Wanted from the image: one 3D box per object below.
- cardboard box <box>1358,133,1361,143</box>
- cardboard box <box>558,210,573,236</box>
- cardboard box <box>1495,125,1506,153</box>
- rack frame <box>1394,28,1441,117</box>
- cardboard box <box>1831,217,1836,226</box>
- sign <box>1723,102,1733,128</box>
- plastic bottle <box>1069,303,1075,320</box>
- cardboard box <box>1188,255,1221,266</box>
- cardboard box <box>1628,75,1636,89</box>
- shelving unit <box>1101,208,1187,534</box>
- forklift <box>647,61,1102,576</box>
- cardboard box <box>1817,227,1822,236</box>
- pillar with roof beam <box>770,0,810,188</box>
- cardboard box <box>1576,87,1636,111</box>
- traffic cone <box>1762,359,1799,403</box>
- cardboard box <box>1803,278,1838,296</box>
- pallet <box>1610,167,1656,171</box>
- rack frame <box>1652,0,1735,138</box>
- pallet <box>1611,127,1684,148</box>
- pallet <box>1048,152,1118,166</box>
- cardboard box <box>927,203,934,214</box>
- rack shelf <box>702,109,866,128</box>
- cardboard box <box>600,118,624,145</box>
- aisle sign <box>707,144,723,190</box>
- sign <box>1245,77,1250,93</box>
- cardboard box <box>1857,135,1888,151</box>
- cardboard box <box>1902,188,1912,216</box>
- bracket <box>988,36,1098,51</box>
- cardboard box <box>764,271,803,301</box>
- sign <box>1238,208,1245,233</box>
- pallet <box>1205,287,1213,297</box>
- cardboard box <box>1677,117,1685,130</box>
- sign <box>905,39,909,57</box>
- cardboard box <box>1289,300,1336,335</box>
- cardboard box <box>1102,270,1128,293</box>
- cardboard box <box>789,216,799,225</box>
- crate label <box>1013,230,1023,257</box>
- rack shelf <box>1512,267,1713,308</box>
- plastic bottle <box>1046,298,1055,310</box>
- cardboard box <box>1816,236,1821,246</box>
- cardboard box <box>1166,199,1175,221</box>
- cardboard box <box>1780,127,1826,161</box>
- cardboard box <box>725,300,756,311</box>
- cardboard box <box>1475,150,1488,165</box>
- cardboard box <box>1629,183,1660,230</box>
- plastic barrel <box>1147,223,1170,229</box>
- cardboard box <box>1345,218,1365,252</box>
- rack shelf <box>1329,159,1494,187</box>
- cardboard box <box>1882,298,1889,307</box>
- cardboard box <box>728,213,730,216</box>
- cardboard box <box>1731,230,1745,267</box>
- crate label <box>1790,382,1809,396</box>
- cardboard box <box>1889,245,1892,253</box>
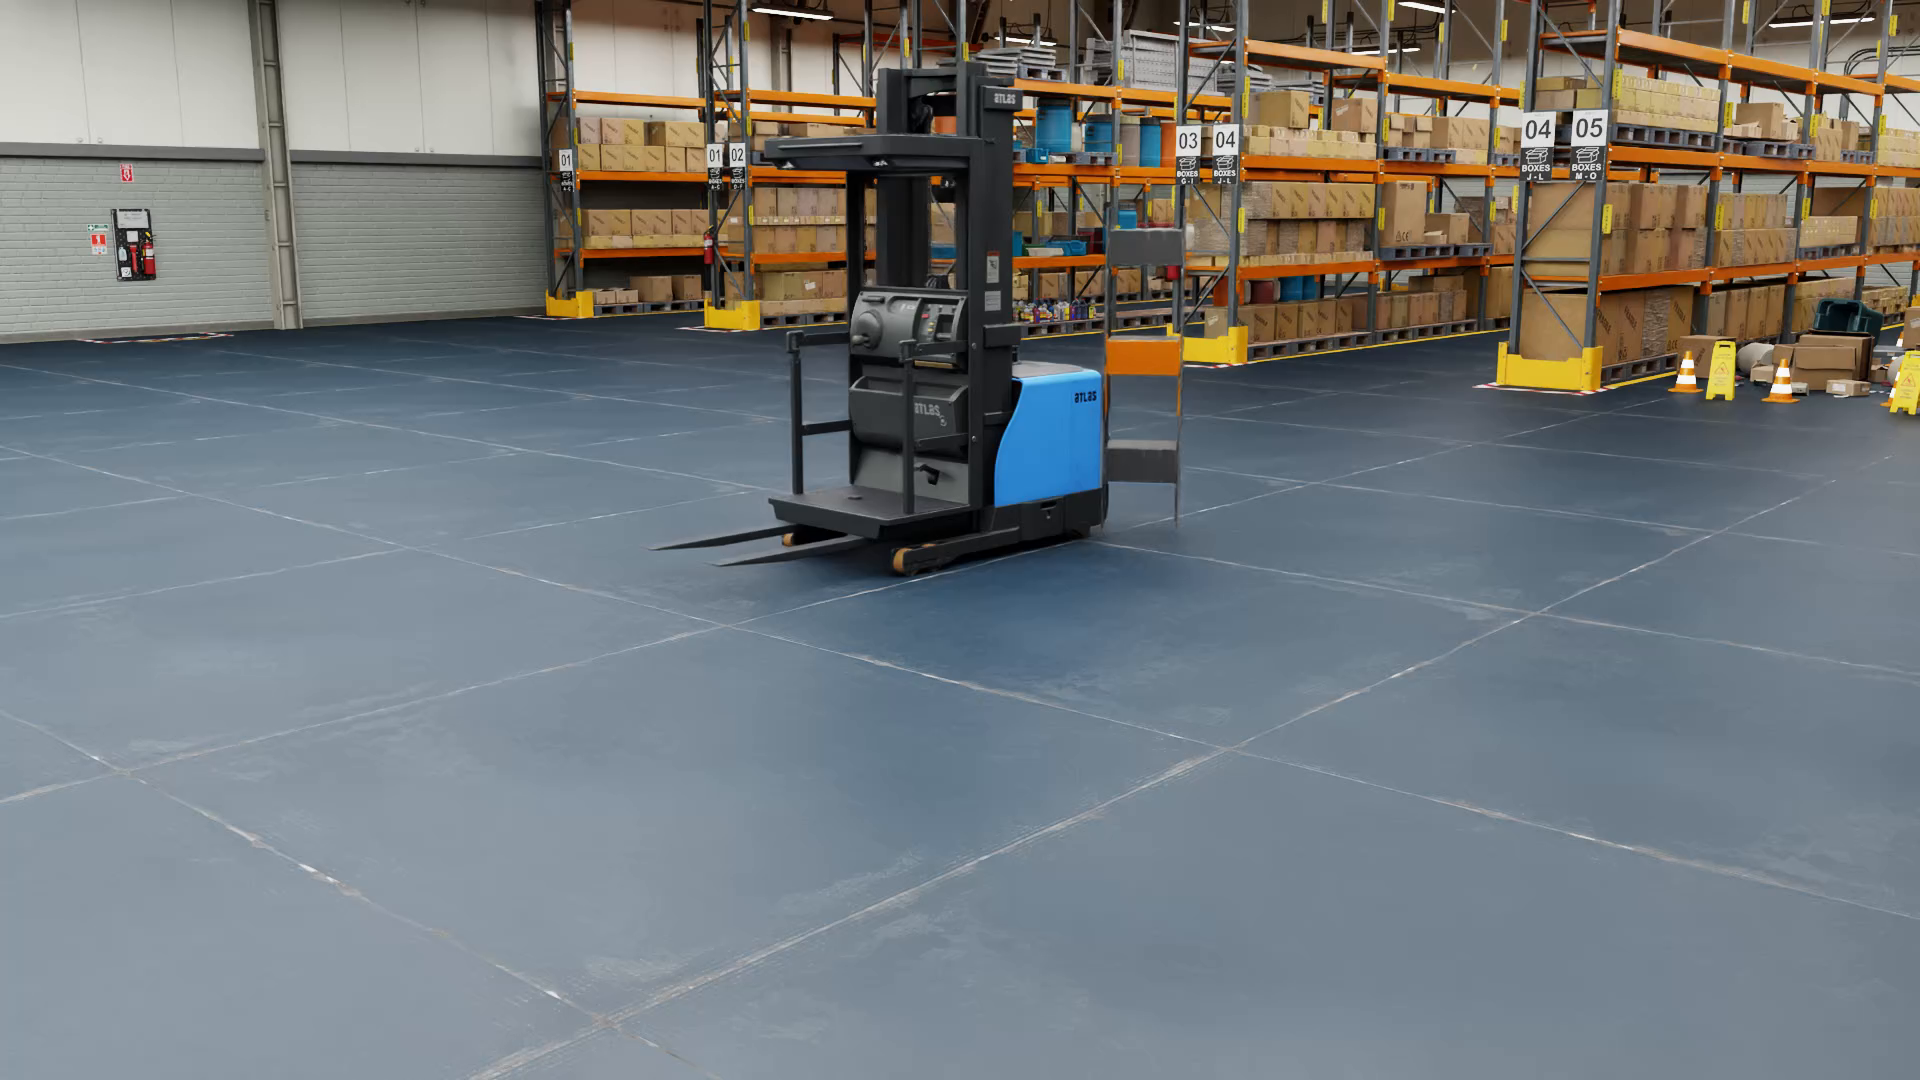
[{"bbox_3d":[5.794,-6.040,24.999,0.380,0.149,0.250,10,15,41],"label":"cardboard box"},{"bbox_3d":[-7.615,-6.293,32.978,0.500,0.500,0.500,10,15,40],"label":"cardboard box"},{"bbox_3d":[9.025,-6.975,28.979,0.797,0.503,0.637,11,16,44],"label":"cardboard box"},{"bbox_3d":[10.237,-9.907,37.339,1.000,3.000,0.127,10,15,40],"label":"rack frame"},{"bbox_3d":[13.997,-5.179,27.033,0.380,0.149,0.250,9,14,38],"label":"cardboard box"},{"bbox_3d":[10.113,-5.595,21.886,0.100,0.325,0.005,10,15,40],"label":"sign"},{"bbox_3d":[1.904,-3.894,28.361,0.133,0.283,0.061,-11,16,-44],"label":"plastic bottle"},{"bbox_3d":[3.429,-3.916,23.303,0.380,0.149,0.250,10,15,40],"label":"cardboard box"},{"bbox_3d":[7.681,-5.353,19.475,0.380,0.149,0.250,10,15,41],"label":"cardboard box"},{"bbox_3d":[1.211,-1.118,10.948,0.503,2.100,0.431,2,11,8],"label":"shelving unit"},{"bbox_3d":[-0.465,-1.339,9.934,1.130,2.935,3.031,11,16,43],"label":"forklift"},{"bbox_3d":[13.488,-4.919,26.492,0.380,0.149,0.250,10,15,40],"label":"cardboard box"},{"bbox_3d":[-0.760,-9.375,34.675,9.100,9.000,0.548,10,15,40],"label":"pillar with roof beam"},{"bbox_3d":[7.566,-5.151,19.480,0.500,0.250,0.500,10,15,40],"label":"cardboard box"},{"bbox_3d":[9.097,-1.769,18.388,0.336,0.463,0.334,10,15,40],"label":"traffic cone"},{"bbox_3d":[13.987,-4.133,27.139,0.500,0.250,0.500,9,14,38],"label":"cardboard box"},{"bbox_3d":[13.476,-7.642,33.882,1.003,0.211,1.213,10,15,40],"label":"pallet"},{"bbox_3d":[9.695,-6.845,22.009,1.000,3.000,0.127,10,15,40],"label":"rack frame"},{"bbox_3d":[8.342,-5.033,20.821,1.003,0.211,1.213,10,15,40],"label":"pallet"},{"bbox_3d":[1.913,-6.459,28.217,1.213,0.211,1.003,10,15,40],"label":"pallet"},{"bbox_3d":[-0.979,-7.904,39.648,0.500,0.250,0.500,9,15,39],"label":"cardboard box"},{"bbox_3d":[-3.806,-9.168,36.496,1.077,0.370,4.000,10,15,40],"label":"rack shelf"},{"bbox_3d":[-6.961,-8.005,32.614,0.500,0.500,0.500,10,15,40],"label":"cardboard box"},{"bbox_3d":[-4.307,-6.556,29.237,0.394,0.787,0.004,10,15,40],"label":"aisle sign"},{"bbox_3d":[5.374,-8.502,31.127,0.100,0.325,0.005,10,15,40],"label":"sign"},{"bbox_3d":[15.474,-6.763,28.360,0.500,0.250,0.500,10,15,42],"label":"cardboard box"},{"bbox_3d":[16.831,-6.102,30.039,0.500,0.500,0.500,11,16,43],"label":"cardboard box"},{"bbox_3d":[2.209,-12.974,43.503,0.076,0.066,4.783,10,15,40],"label":"bracket"},{"bbox_3d":[-3.193,-4.602,30.125,0.500,0.500,0.500,10,15,40],"label":"cardboard box"},{"bbox_3d":[3.804,-4.325,22.499,0.100,0.325,0.005,10,15,40],"label":"sign"},{"bbox_3d":[5.943,-6.110,40.765,1.003,0.211,1.213,10,15,40],"label":"pallet"},{"bbox_3d":[8.856,-5.224,20.861,0.380,0.149,0.250,10,15,40],"label":"cardboard box"},{"bbox_3d":[-1.002,-9.243,31.225,0.100,0.325,0.005,10,15,40],"label":"sign"},{"bbox_3d":[5.370,-3.401,25.389,0.500,0.500,0.500,-7,13,-30],"label":"cardboard box"},{"bbox_3d":[3.435,-5.827,37.484,0.500,0.500,0.500,10,15,41],"label":"cardboard box"},{"bbox_3d":[-3.116,-5.762,29.990,0.380,0.149,0.250,9,15,39],"label":"cardboard box"},{"bbox_3d":[0.687,-4.935,27.668,0.502,0.435,0.616,10,15,40],"label":"crate label"},{"bbox_3d":[8.375,-3.256,21.193,1.077,0.370,4.000,10,15,40],"label":"rack shelf"},{"bbox_3d":[1.580,-4.033,28.885,0.144,0.351,0.185,10,15,40],"label":"plastic bottle"},{"bbox_3d":[13.489,-4.773,26.519,0.380,0.149,0.250,10,15,42],"label":"cardboard box"},{"bbox_3d":[4.741,-7.666,38.627,0.500,0.500,0.500,9,15,39],"label":"cardboard box"},{"bbox_3d":[12.913,-6.062,25.487,0.500,0.500,0.500,10,15,40],"label":"cardboard box"},{"bbox_3d":[-3.911,-4.227,30.165,0.500,0.250,0.500,10,15,40],"label":"cardboard box"},{"bbox_3d":[8.547,-6.444,28.040,0.500,0.250,0.500,10,15,40],"label":"cardboard box"},{"bbox_3d":[8.095,-4.125,20.567,0.875,0.550,0.550,10,15,40],"label":"cardboard box"},{"bbox_3d":[3.596,-5.487,30.177,0.433,0.535,0.433,0,11,0],"label":"plastic barrel"},{"bbox_3d":[5.693,-4.696,25.551,0.875,0.500,0.500,10,15,40],"label":"cardboard box"},{"bbox_3d":[7.357,-5.972,27.131,1.077,0.370,4.000,10,15,40],"label":"rack shelf"},{"bbox_3d":[16.465,-4.274,29.900,0.380,0.149,0.250,10,15,41],"label":"cardboard box"},{"bbox_3d":[-4.764,-6.816,35.801,0.700,0.500,0.500,10,15,41],"label":"cardboard box"},{"bbox_3d":[10.577,-4.069,23.172,0.500,0.500,0.500,10,15,41],"label":"cardboard box"},{"bbox_3d":[9.569,-1.733,19.039,0.250,0.136,0.298,2,12,11],"label":"crate label"},{"bbox_3d":[16.535,-5.242,29.939,0.380,0.149,0.250,10,15,41],"label":"cardboard box"}]
